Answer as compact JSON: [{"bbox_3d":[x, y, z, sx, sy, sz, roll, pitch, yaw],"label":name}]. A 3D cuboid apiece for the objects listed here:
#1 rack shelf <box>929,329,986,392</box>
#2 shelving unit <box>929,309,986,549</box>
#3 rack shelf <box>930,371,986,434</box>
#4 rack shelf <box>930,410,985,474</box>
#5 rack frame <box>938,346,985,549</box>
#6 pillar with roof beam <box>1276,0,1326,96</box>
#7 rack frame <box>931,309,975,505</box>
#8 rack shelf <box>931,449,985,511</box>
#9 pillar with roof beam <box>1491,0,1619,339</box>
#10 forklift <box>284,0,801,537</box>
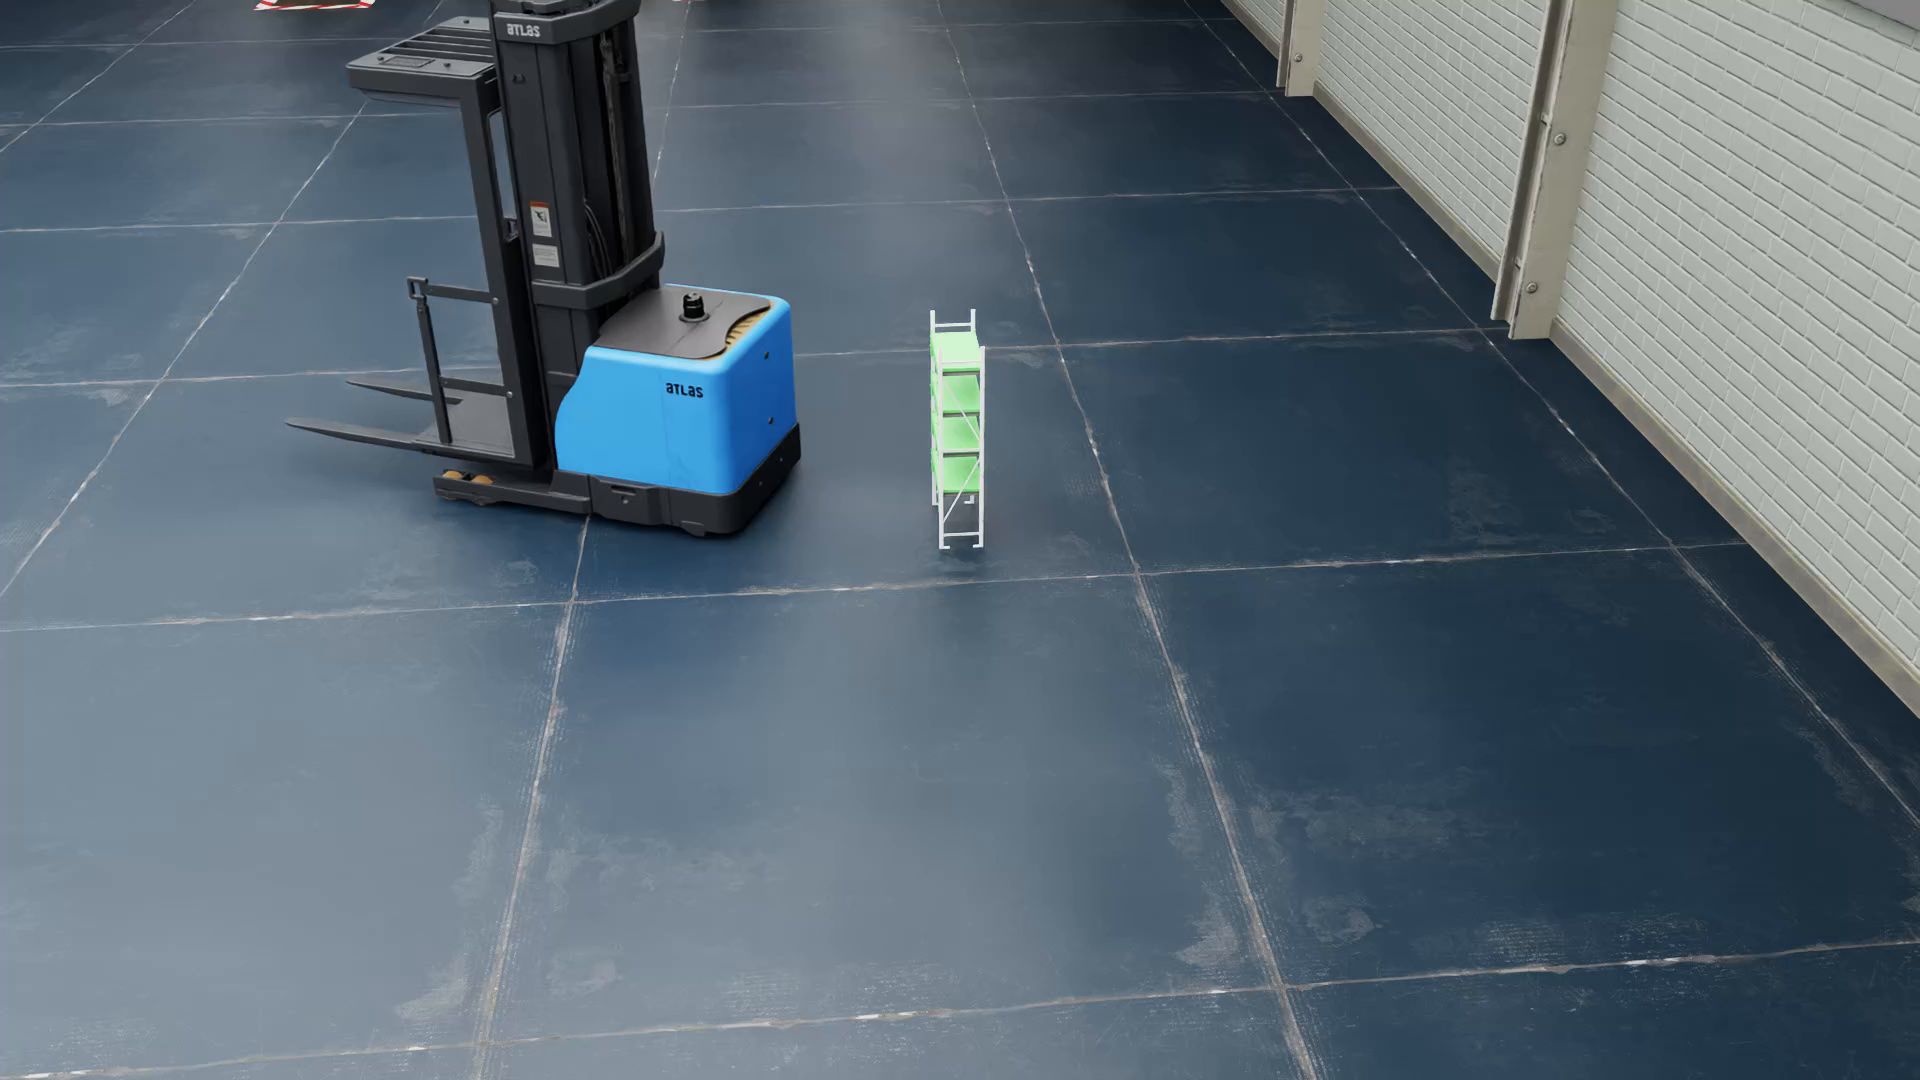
[{"bbox_3d":[-0.016,-0.957,8.870,0.258,0.148,0.480,-3,31,-5],"label":"rack shelf"},{"bbox_3d":[-0.016,-0.600,9.084,0.258,1.200,0.503,-3,31,-5],"label":"shelving unit"},{"bbox_3d":[-0.016,-0.751,8.994,0.258,0.148,0.480,-3,31,-5],"label":"rack shelf"},{"bbox_3d":[-0.016,-0.545,9.117,0.258,0.148,0.480,-3,31,-5],"label":"rack shelf"},{"bbox_3d":[0.007,-0.475,8.875,0.240,1.200,0.015,-3,31,-5],"label":"rack frame"},{"bbox_3d":[-0.872,-8.227,14.249,9.100,9.000,0.400,-3,31,-5],"label":"pillar with roof beam"},{"bbox_3d":[-0.038,-0.724,9.292,0.240,1.200,0.015,-3,31,-5],"label":"rack frame"},{"bbox_3d":[-0.015,-0.339,9.240,0.258,0.148,0.480,-3,31,-5],"label":"rack shelf"},{"bbox_3d":[-0.311,-5.164,9.120,9.100,9.000,0.400,-3,31,-5],"label":"pillar with roof beam"},{"bbox_3d":[-2.525,-1.706,9.249,3.031,2.935,1.130,9,32,15],"label":"forklift"}]
